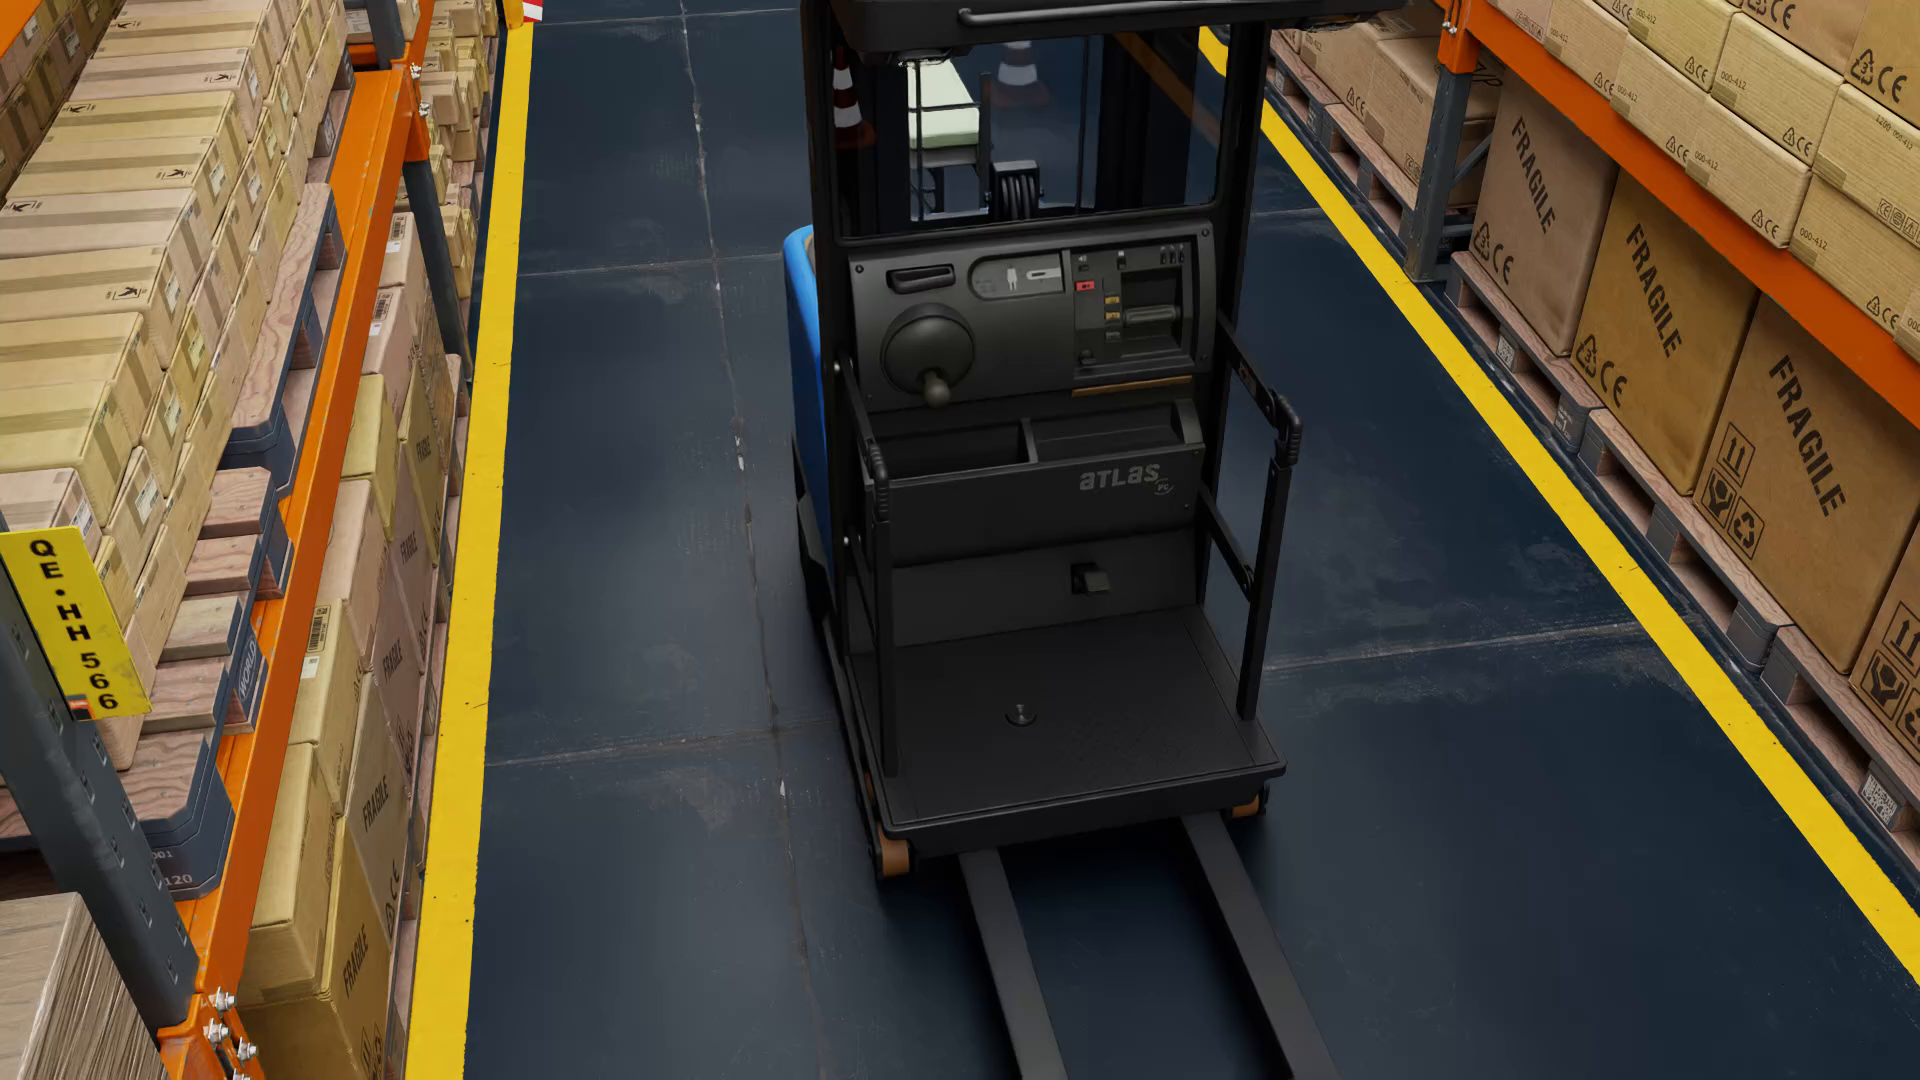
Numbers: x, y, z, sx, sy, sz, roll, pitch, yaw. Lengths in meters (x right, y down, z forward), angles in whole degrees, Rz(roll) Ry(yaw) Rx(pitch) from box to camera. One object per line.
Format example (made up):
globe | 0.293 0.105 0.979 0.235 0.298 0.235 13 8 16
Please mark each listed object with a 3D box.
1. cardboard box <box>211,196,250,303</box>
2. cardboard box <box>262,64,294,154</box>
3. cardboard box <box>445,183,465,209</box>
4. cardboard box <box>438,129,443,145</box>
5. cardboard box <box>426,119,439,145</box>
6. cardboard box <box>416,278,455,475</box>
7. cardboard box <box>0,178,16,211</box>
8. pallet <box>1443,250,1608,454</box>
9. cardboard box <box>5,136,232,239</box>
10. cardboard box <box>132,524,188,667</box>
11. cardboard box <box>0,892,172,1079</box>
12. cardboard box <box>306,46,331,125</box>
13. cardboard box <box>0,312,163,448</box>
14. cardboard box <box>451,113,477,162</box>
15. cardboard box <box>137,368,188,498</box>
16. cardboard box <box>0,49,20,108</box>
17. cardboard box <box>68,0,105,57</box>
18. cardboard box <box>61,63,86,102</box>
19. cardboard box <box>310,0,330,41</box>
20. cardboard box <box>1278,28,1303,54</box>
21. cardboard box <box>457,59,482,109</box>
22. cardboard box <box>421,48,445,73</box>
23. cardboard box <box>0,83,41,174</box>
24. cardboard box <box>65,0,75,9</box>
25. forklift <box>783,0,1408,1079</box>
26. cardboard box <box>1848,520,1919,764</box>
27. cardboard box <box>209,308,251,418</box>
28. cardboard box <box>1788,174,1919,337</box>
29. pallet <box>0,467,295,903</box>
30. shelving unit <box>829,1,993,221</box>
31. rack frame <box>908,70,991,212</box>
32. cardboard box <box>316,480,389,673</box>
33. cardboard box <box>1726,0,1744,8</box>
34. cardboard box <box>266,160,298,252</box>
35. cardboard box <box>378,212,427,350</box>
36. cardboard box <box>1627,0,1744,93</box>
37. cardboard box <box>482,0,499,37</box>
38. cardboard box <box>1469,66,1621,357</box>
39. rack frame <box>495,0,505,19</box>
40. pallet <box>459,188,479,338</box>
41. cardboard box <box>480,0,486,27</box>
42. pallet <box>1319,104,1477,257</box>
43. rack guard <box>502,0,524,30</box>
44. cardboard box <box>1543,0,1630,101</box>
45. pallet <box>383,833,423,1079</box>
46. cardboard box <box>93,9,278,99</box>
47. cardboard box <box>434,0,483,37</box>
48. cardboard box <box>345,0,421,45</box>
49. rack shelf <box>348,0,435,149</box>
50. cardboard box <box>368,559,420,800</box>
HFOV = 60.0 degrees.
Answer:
cardboard box | -1.834 -0.640 3.749 0.380 0.149 0.250 -7 38 -8
cardboard box | -1.972 -1.115 4.360 0.380 0.149 0.250 -8 39 -10
cardboard box | -2.310 -1.381 7.064 0.380 0.149 0.250 -6 38 -8
cardboard box | -2.425 -1.642 7.157 0.380 0.149 0.250 -8 39 -10
cardboard box | -2.360 -1.606 6.869 0.380 0.149 0.250 -7 38 -9
cardboard box | -2.043 -0.540 5.695 0.500 0.500 0.500 -7 38 -9
cardboard box | -2.571 -0.772 4.161 0.380 0.149 0.250 -7 38 -9
pallet | 2.644 -0.815 6.627 1.003 0.211 1.213 -6 38 -8
cardboard box | -1.842 -0.760 3.661 0.380 0.149 0.250 -5 38 -7
cardboard box | -1.647 0.115 3.020 0.380 0.149 0.250 -4 38 -6
cardboard box | -1.377 0.839 2.144 0.500 0.500 0.500 -6 38 -8
cardboard box | -2.069 -1.321 4.868 0.380 0.149 0.250 -6 38 -8
cardboard box | -1.699 -0.277 3.039 0.380 0.149 0.250 -6 38 -8
cardboard box | -2.436 -1.855 7.674 0.380 0.149 0.250 -7 38 -9
cardboard box | -1.707 -0.187 3.166 0.380 0.149 0.250 -7 38 -9
cardboard box | -2.621 -1.167 4.184 0.380 0.149 0.250 -7 38 -8
cardboard box | -2.758 -1.521 4.883 0.380 0.149 0.250 -7 38 -9
cardboard box | -2.711 -1.242 4.766 0.380 0.149 0.250 -6 38 -8
cardboard box | -2.110 -1.587 4.968 0.380 0.149 0.250 -6 38 -8
cardboard box | 2.116 -3.005 8.919 0.875 0.438 0.875 -5 38 -7
cardboard box | -2.450 -2.121 7.774 0.380 0.149 0.250 -6 38 -7
cardboard box | -2.522 -2.080 7.478 0.380 0.149 0.250 -8 39 -10
cardboard box | -2.616 -1.046 4.271 0.380 0.149 0.250 -5 38 -6
cardboard box | -2.750 -1.627 4.777 0.380 0.149 0.250 -5 38 -7
forklift | 0.239 -0.491 3.993 1.130 2.935 3.031 -8 39 -10
cardboard box | 3.096 0.289 4.323 0.875 0.875 0.875 -7 38 -8
cardboard box | -1.792 -0.372 3.646 0.380 0.149 0.250 -5 38 -6
cardboard box | 2.614 -0.789 4.443 0.500 0.250 0.500 -7 38 -8
pallet | -1.950 0.292 3.086 1.213 0.211 1.003 -6 38 -8
shelving unit | -0.179 -1.065 5.898 0.431 1.500 0.755 -8 39 -10
rack frame | -0.101 -0.845 5.616 0.400 1.500 0.023 -8 39 -10
cardboard box | -1.766 0.111 4.246 0.500 0.250 0.500 -6 38 -8
cardboard box | 2.431 -1.904 4.860 0.500 0.500 0.500 -7 38 -9
cardboard box | -1.925 -0.842 4.252 0.380 0.149 0.250 -5 38 -6
cardboard box | -2.042 -0.833 5.461 0.500 0.250 0.500 -7 38 -9
cardboard box | 2.415 -1.597 5.075 0.500 0.250 0.500 -6 38 -7
cardboard box | -2.680 -2.797 8.887 0.380 0.149 0.250 -5 38 -7
cardboard box | 2.622 -1.335 6.413 0.875 0.875 0.875 -5 38 -7
rack frame | -3.122 -4.197 8.707 1.000 3.000 0.127 -6 38 -8
pallet | -2.574 -1.081 6.970 1.003 0.211 1.213 -6 38 -8
cardboard box | -2.656 -2.753 8.587 0.380 0.149 0.250 -8 39 -10
pallet | 2.378 -1.741 7.819 1.003 0.211 1.213 -6 38 -8
rack guard | -3.109 -3.164 9.415 1.175 0.500 0.348 -6 38 -8
cardboard box | 2.344 -1.708 5.626 0.500 0.250 0.500 -7 38 -9
pallet | -1.855 1.264 3.951 1.003 0.211 1.213 -6 38 -8
cardboard box | -1.981 -1.235 4.272 0.380 0.149 0.250 -7 38 -9
cardboard box | -2.537 -2.559 8.096 0.380 0.149 0.250 -5 38 -6
cardboard box | -2.149 -1.888 5.940 0.380 0.149 0.250 -5 38 -6
rack shelf | -2.772 -2.705 7.373 1.077 0.370 4.000 -6 38 -8
cardboard box | -1.779 0.389 4.500 0.500 0.500 0.500 -7 38 -9
